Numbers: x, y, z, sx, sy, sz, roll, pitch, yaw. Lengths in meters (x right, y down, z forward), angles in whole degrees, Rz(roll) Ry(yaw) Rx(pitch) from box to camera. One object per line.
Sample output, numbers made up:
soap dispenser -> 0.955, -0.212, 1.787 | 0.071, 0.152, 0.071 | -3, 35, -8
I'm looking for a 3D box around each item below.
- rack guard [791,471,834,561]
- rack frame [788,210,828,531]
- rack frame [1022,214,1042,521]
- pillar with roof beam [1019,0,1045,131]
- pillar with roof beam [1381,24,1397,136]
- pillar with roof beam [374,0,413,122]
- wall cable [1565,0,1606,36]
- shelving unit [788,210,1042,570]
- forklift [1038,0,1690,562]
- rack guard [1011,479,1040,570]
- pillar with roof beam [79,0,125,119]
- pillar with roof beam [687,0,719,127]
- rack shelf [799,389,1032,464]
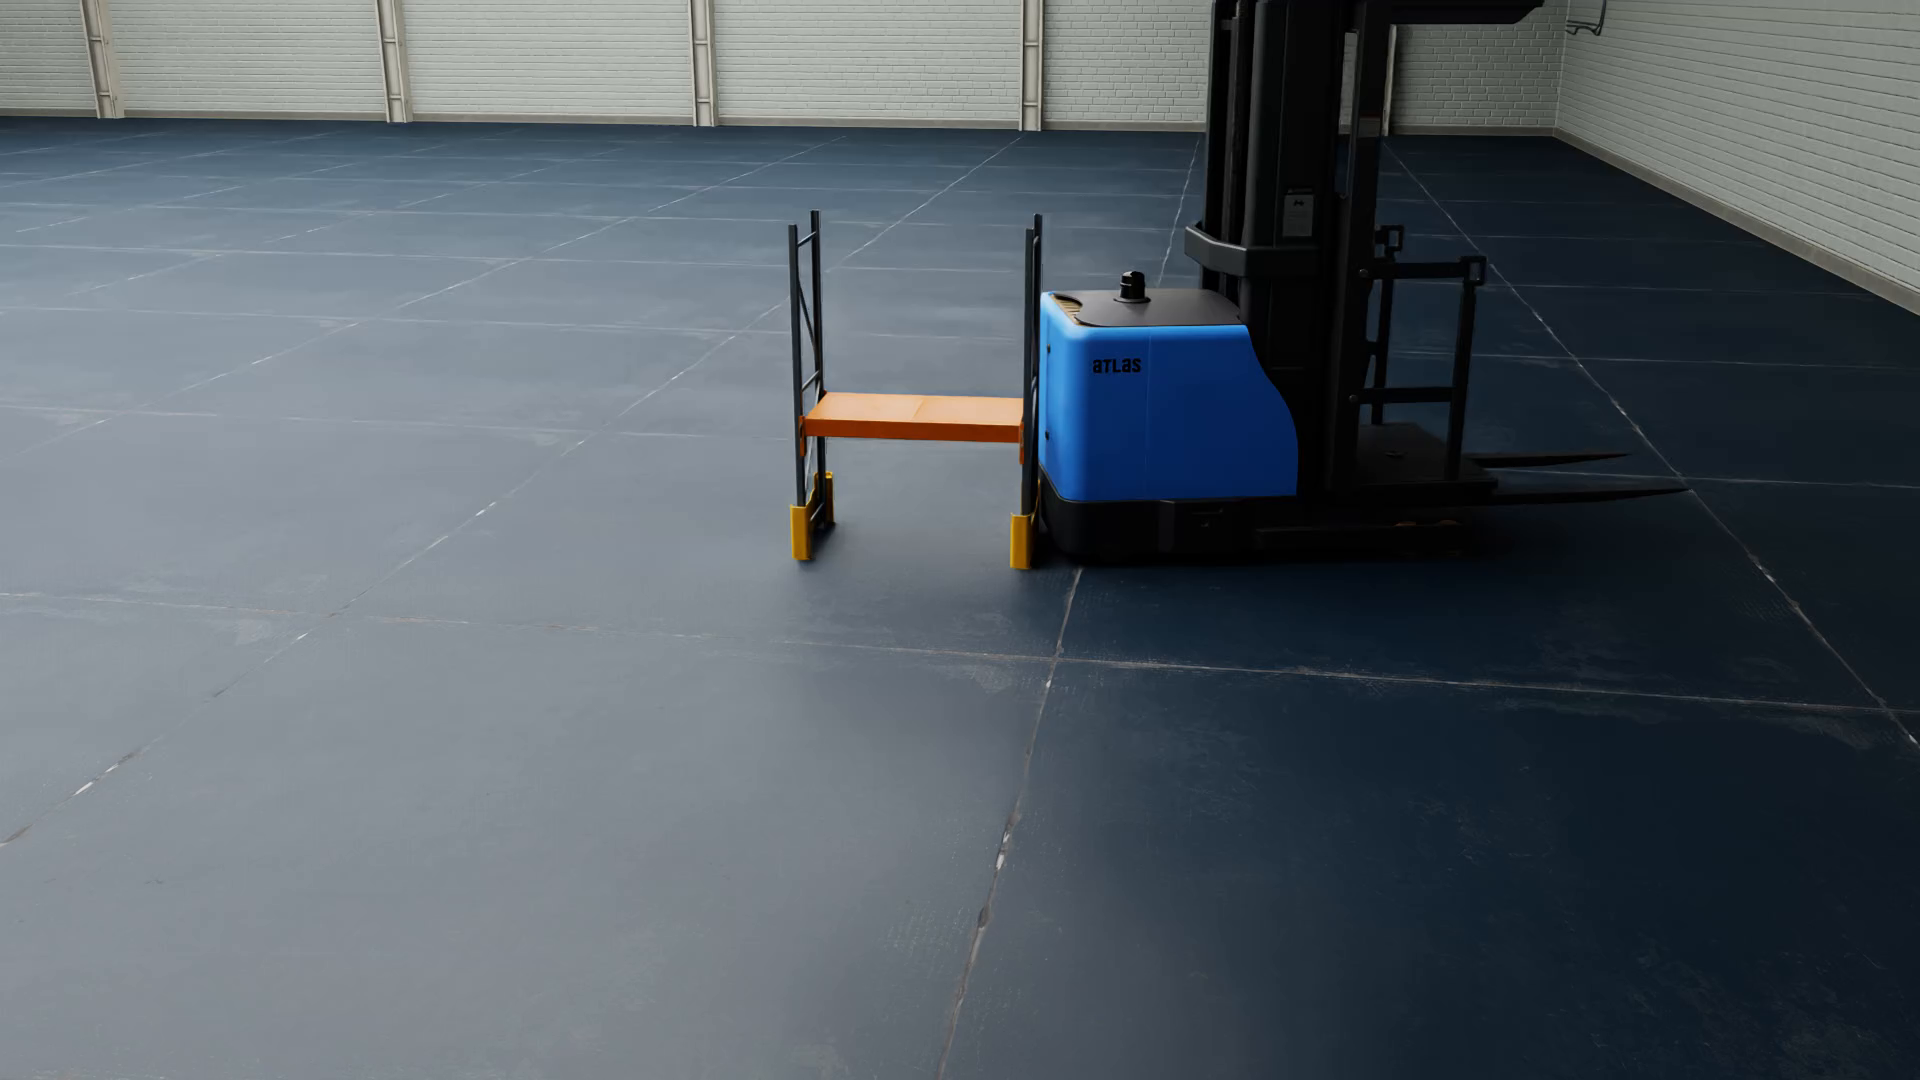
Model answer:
rack guard -> -0.686, -0.119, 7.765 | 0.087, 0.250, 0.587 | 2, 19, 7
rack frame -> -0.688, -0.712, 7.567 | 0.032, 1.500, 0.500 | 2, 19, 7
rack frame -> 0.321, -0.671, 7.445 | 0.032, 1.500, 0.500 | 2, 19, 7
pillar with roof beam -> 0.581, -10.229, 24.193 | 0.400, 9.000, 9.100 | 3, 19, 9
pillar with roof beam -> 6.505, -9.927, 23.291 | 0.400, 9.000, 9.100 | 3, 19, 9
pillar with roof beam -> -11.267, -10.833, 25.998 | 0.400, 9.000, 9.100 | 3, 19, 9
wall cable -> 9.887, -9.241, 26.133 | 0.112, 2.526, 3.097 | 3, 19, 9
shelving unit -> -0.192, -0.692, 7.507 | 1.083, 1.500, 0.587 | 2, 19, 7
forklift -> 1.896, -1.473, 7.585 | 3.031, 2.935, 1.130 | -2, 19, -6
rack guard -> 0.302, -0.079, 7.646 | 0.087, 0.250, 0.587 | 2, 19, 7
pillar with roof beam -> -17.191, -11.135, 26.901 | 0.400, 9.000, 9.100 | 3, 19, 9
pillar with roof beam -> -5.343, -10.531, 25.096 | 0.400, 9.000, 9.100 | 3, 19, 9
rack shelf -> -0.183, -0.521, 7.563 | 1.000, 0.185, 0.538 | 2, 19, 7
